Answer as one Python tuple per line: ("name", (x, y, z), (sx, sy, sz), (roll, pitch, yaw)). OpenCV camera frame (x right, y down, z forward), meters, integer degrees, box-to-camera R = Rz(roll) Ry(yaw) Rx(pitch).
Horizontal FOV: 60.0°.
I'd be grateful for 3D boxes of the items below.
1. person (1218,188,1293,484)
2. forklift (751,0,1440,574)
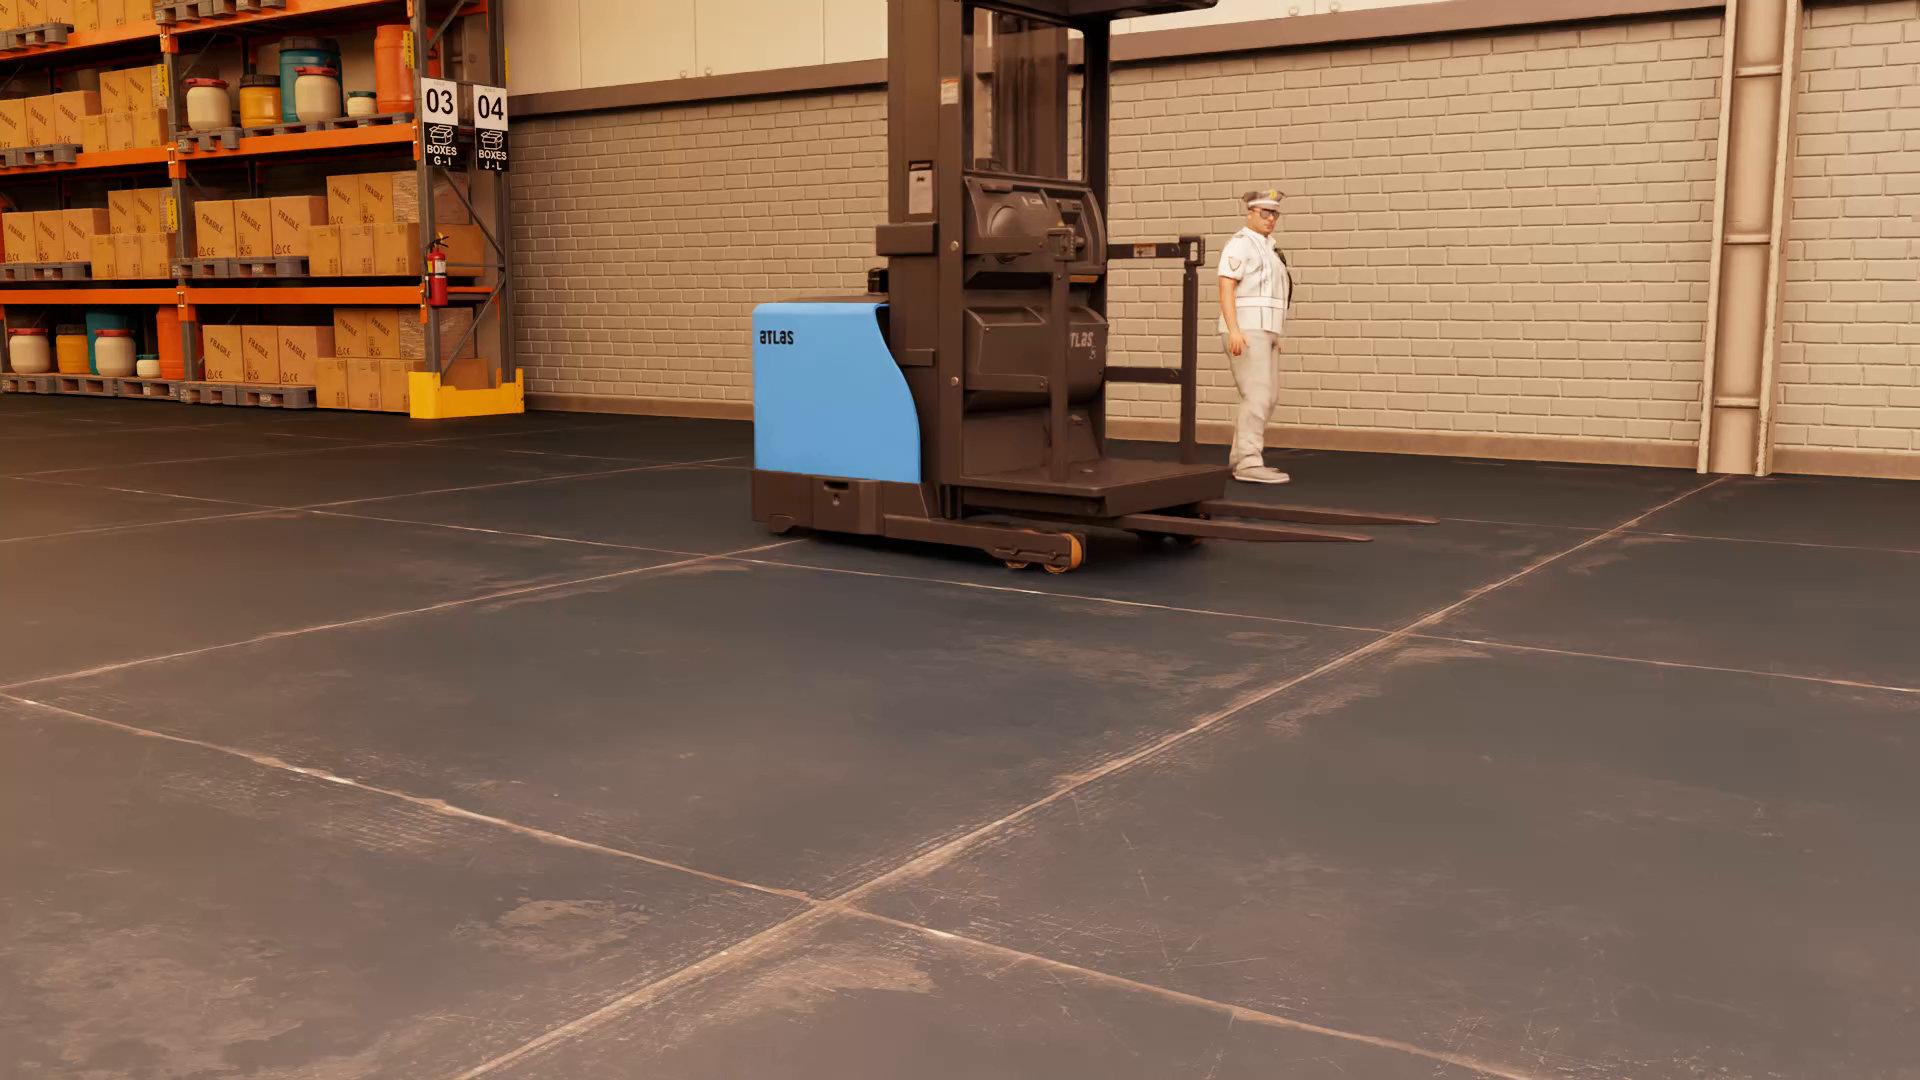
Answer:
("person", (1.818, -1.235, 10.071), (0.478, 1.752, 0.699), (4, 9, 24))
("forklift", (0.495, -1.399, 7.028), (3.031, 2.935, 1.130), (6, 10, 38))
